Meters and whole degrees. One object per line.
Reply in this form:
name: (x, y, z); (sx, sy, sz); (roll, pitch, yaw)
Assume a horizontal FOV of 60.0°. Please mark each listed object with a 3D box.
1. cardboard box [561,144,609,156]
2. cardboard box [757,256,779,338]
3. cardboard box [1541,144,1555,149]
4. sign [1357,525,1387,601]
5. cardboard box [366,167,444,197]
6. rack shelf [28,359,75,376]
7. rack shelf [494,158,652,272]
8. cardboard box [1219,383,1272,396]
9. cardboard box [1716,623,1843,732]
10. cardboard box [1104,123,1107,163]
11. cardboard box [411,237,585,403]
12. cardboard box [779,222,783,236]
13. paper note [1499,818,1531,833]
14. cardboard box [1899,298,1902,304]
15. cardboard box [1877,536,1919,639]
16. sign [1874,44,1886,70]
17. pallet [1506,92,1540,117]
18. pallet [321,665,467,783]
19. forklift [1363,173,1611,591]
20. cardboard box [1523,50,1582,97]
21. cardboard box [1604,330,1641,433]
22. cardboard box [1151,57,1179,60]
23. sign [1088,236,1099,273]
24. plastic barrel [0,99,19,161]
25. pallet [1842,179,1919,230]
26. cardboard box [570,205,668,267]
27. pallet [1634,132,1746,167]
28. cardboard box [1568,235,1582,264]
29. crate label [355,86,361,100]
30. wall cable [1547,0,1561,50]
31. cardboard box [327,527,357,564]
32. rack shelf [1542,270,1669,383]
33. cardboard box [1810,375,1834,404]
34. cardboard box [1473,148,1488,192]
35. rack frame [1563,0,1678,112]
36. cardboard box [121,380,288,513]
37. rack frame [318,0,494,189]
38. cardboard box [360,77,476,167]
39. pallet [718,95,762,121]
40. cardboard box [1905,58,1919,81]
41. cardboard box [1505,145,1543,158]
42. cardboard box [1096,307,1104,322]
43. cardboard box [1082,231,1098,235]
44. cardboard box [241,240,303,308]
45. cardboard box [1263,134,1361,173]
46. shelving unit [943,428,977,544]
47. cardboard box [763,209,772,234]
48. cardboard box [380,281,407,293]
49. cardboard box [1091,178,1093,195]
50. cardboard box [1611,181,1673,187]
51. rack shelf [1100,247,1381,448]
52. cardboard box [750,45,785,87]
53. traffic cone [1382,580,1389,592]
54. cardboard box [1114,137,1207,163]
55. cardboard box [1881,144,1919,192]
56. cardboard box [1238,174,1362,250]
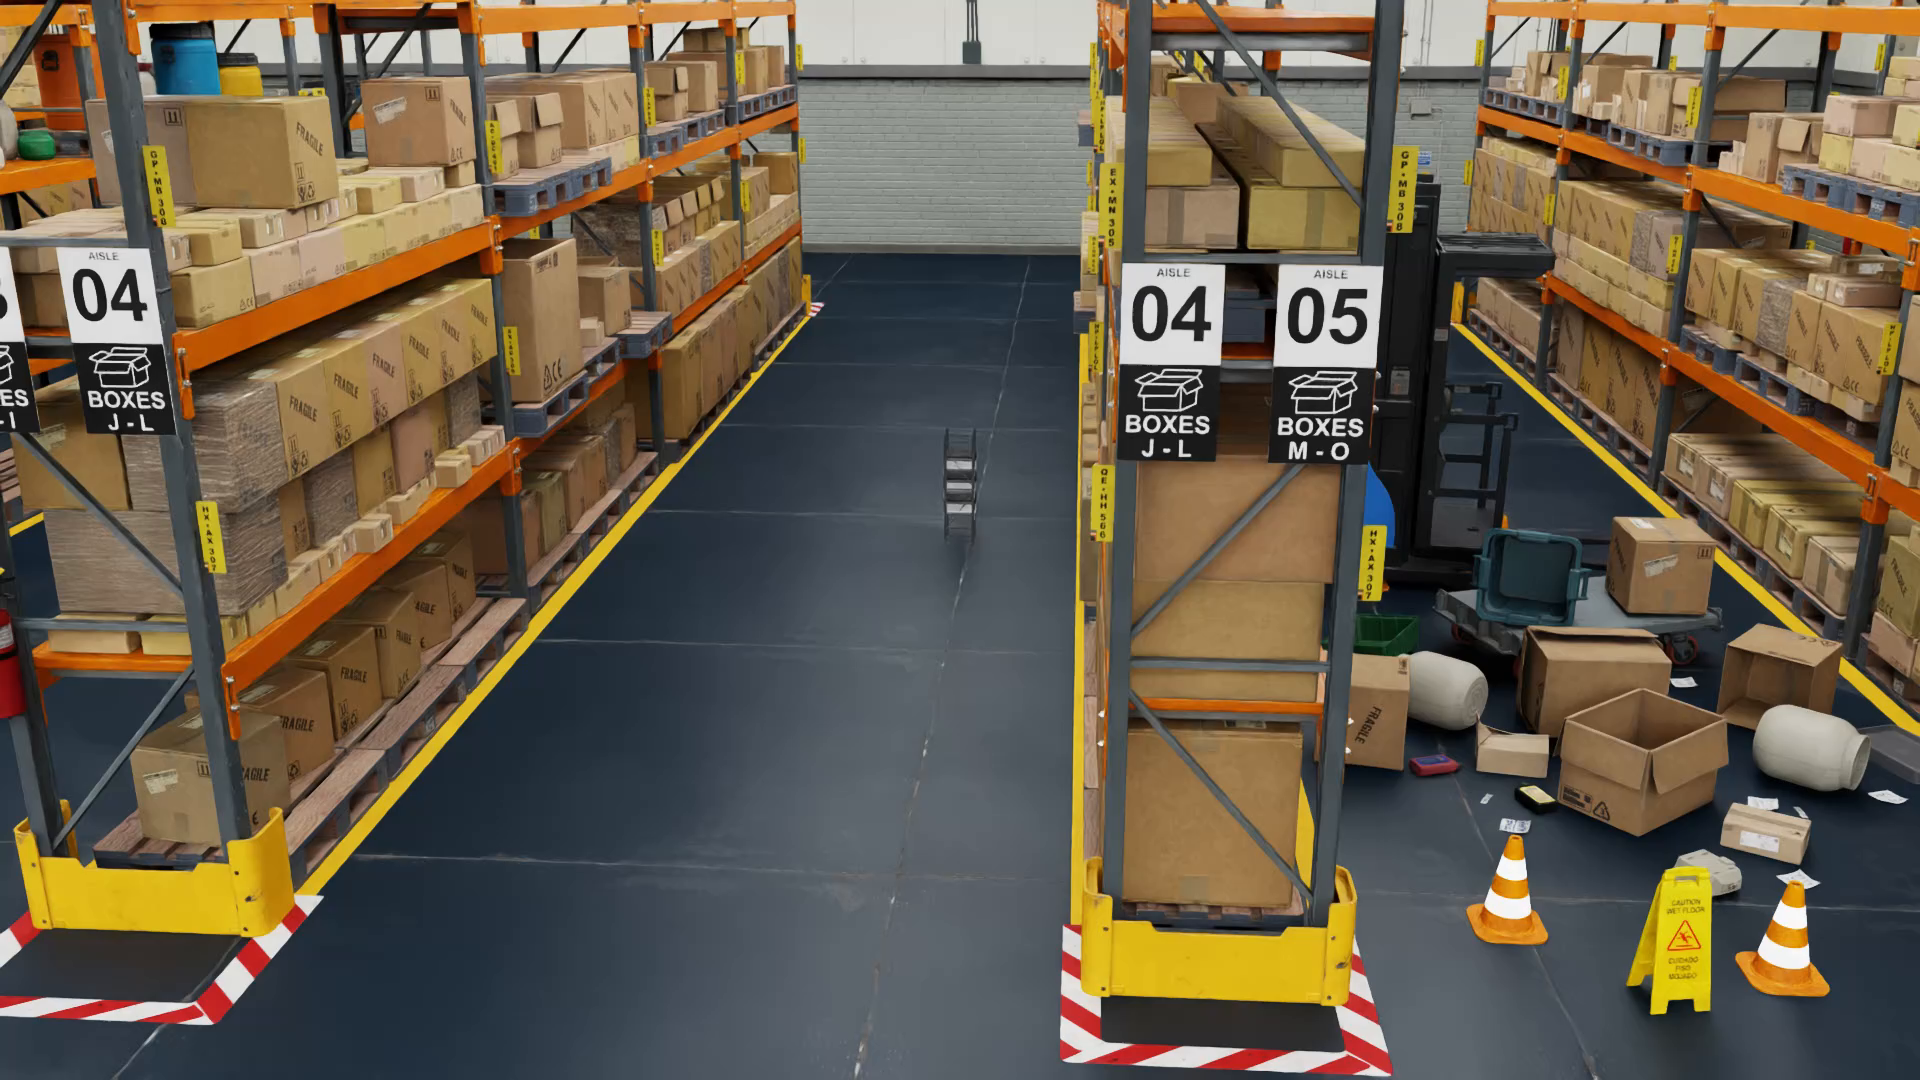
cardboard box: (-3.087, -2.988, 13.148); (0.500, 0.250, 0.500); (2, 18, 5)
cardboard box: (-2.758, -3.012, 20.536); (0.875, 0.875, 0.875); (1, 18, 4)
cardboard box: (7.318, -4.757, 20.315); (0.380, 0.149, 0.250); (1, 18, 3)
sign: (1.683, 0.095, 6.798); (0.100, 0.325, 0.005); (1, 18, 4)
cardboard box: (-3.301, -2.130, 9.890); (0.380, 0.149, 0.250); (0, 18, 1)
rack shelf: (-8.320, -1.245, 13.559); (1.077, 0.370, 4.000); (1, 18, 4)
rack shelf: (-3.380, -2.559, 12.755); (1.077, 0.370, 4.000); (1, 18, 4)
cardboard box: (1.318, -0.513, 8.196); (0.875, 0.550, 0.550); (1, 18, 4)
cardboard box: (4.927, 0.856, 10.005); (0.500, 0.500, 0.500); (17, 25, 41)
cardboard box: (1.102, -2.310, 9.765); (0.500, 0.250, 0.500); (1, 18, 4)
cardboard box: (-3.327, -1.583, 11.799); (1.000, 1.000, 1.000); (1, 18, 4)
cardboard box: (-2.450, -3.947, 21.053); (0.380, 0.149, 0.250); (1, 18, 4)
paper note: (2.932, 1.505, 8.783); (0.144, 0.017, 0.142); (8, 20, 23)
cardboard box: (6.765, -1.470, 11.779); (0.500, 0.500, 0.500); (1, 18, 4)
cardboard box: (6.049, 0.294, 10.244); (0.500, 0.500, 0.500); (2, 18, 7)
sign: (11.631, -6.104, 21.012); (0.100, 0.325, 0.005); (1, 18, 4)
pallet: (7.094, -5.133, 19.597); (1.003, 0.211, 1.213); (1, 18, 4)
pallet: (-3.621, 1.060, 9.850); (1.003, 0.211, 1.213); (1, 18, 4)
forklift: (3.735, -1.169, 12.285); (3.031, 2.935, 1.130); (3, 18, 10)
cardboard box: (6.927, -5.458, 19.449); (0.500, 0.500, 0.500); (2, 18, 5)
cardboard box: (6.848, -1.555, 16.090); (0.875, 0.875, 0.875); (2, 18, 5)
cardboard box: (2.502, -5.872, 20.508); (0.380, 0.149, 0.250); (2, 18, 5)
sign: (1.161, -2.477, 14.432); (0.100, 0.325, 0.005); (1, 18, 4)
plastic barrel: (-8.505, -3.597, 14.585); (0.421, 0.512, 0.421); (0, 18, 0)
pallet: (6.511, -2.159, 10.679); (1.213, 0.211, 1.003); (1, 18, 4)
cardboard box: (-3.168, -2.848, 15.526); (0.797, 0.503, 0.637); (2, 18, 6)
pallet: (6.641, -3.413, 14.507); (1.213, 0.211, 1.003); (2, 18, 6)
cardboard box: (6.612, -2.991, 17.173); (0.500, 0.250, 0.500); (2, 18, 5)
crate label: (-7.992, -5.768, 21.629); (0.408, 0.251, 0.502); (1, 18, 4)
wall cable: (10.874, -8.911, 26.105); (2.988, 3.039, 0.133); (1, 18, 4)
cardboard box: (-3.469, 0.035, 8.901); (0.380, 0.149, 0.250); (1, 18, 4)
rack shelf: (6.791, -2.155, 16.338); (1.077, 0.370, 4.000); (1, 18, 4)
cardboard box: (6.142, -1.042, 11.515); (0.380, 0.149, 0.250); (1, 18, 3)
cardboard box: (6.903, -4.740, 21.306); (0.500, 0.500, 0.500); (1, 18, 3)
rack frame: (6.934, -5.969, 17.188); (1.000, 3.000, 0.127); (1, 18, 4)
cardboard box: (-3.499, -0.441, 7.708); (0.500, 0.500, 0.500); (1, 18, 4)
rack frame: (-3.524, -3.706, 10.280); (1.000, 3.000, 0.127); (1, 18, 4)
cardboard box: (-3.302, -2.561, 10.163); (0.500, 0.500, 0.500); (1, 18, 2)
pallet: (-2.881, -4.976, 19.118); (1.003, 0.211, 1.213); (1, 18, 4)
cardboard box: (11.835, -5.694, 20.126); (0.500, 0.250, 0.500); (1, 18, 4)
cardboard box: (6.812, -4.685, 20.095); (0.380, 0.149, 0.250); (1, 18, 4)
cardboard box: (1.331, -1.554, 13.189); (0.500, 0.500, 0.500); (1, 18, 4)
cardboard box: (1.395, -2.963, 16.421); (0.380, 0.149, 0.250); (2, 18, 6)
cardboard box: (-3.487, -1.271, 7.907); (0.500, 0.250, 0.500); (1, 18, 3)
cardboard box: (1.508, -1.656, 7.131); (0.380, 0.149, 0.250); (1, 18, 3)
shelving unit: (0.001, -0.430, 13.291); (0.258, 0.900, 0.210); (1, 18, 4)
cardboard box: (-2.583, -3.865, 20.164); (0.500, 0.250, 0.500); (2, 18, 5)
cardboard box: (-3.809, -1.385, 10.587); (0.500, 0.500, 0.500); (1, 18, 4)
cardboard box: (1.969, -4.495, 21.686); (0.500, 0.500, 0.500); (2, 18, 7)
cardboard box: (7.153, -3.496, 17.510); (0.500, 0.500, 0.500); (2, 18, 6)
rack shelf: (1.273, -1.175, 8.530); (1.077, 0.370, 4.000); (1, 18, 4)
cardboard box: (-2.647, -6.139, 21.528); (0.700, 0.500, 0.500); (0, 18, 1)
traffic cone: (3.019, 0.110, 12.344); (0.336, 0.463, 0.334); (1, 18, 4)
cardboard box: (0.835, -1.592, 6.935); (0.380, 0.149, 0.250); (1, 18, 4)
cardboard box: (6.258, -2.372, 10.593); (0.500, 0.250, 0.500); (1, 18, 3)
cardboard box: (1.420, -1.357, 6.858); (0.500, 0.250, 0.500); (1, 18, 4)
